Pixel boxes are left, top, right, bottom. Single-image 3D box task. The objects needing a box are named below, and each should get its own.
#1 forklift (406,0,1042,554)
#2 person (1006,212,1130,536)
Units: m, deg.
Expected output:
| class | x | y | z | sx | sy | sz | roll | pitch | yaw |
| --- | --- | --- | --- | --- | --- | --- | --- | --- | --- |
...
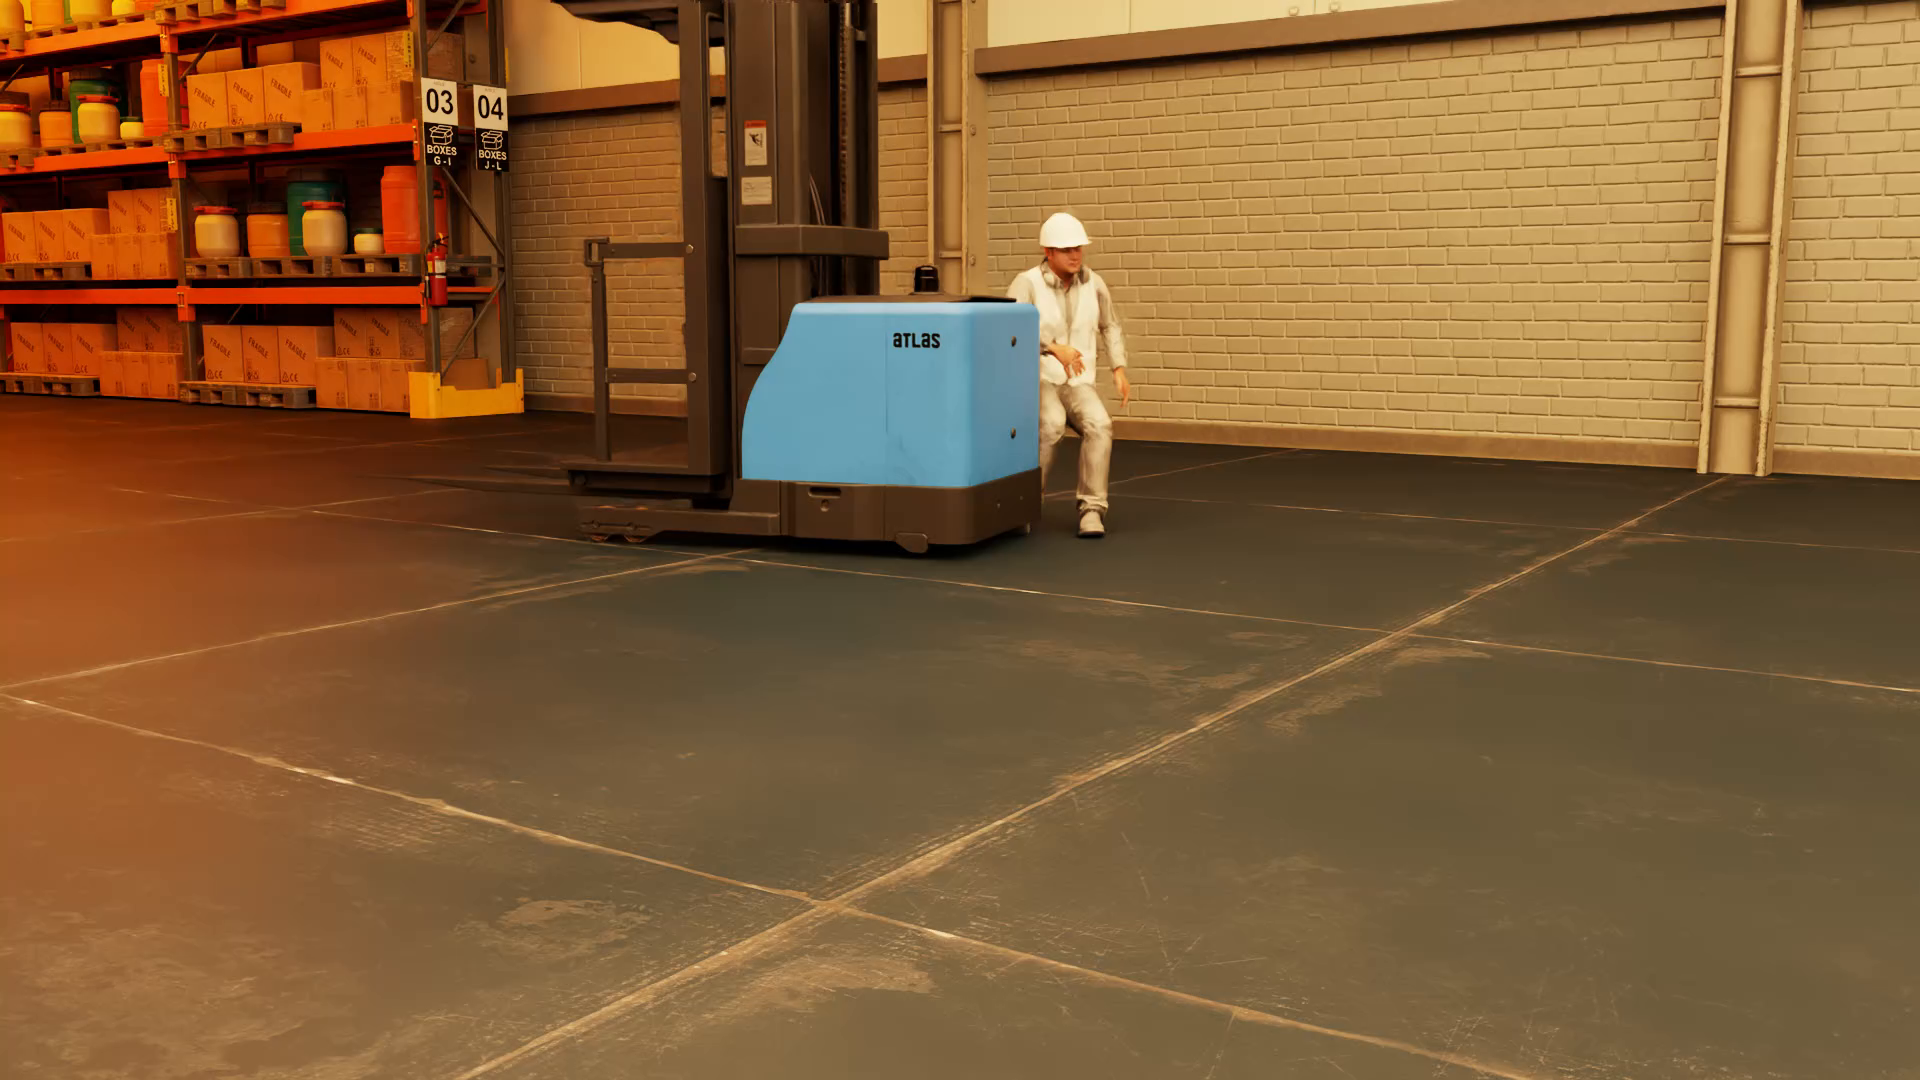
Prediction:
| class | x | y | z | sx | sy | sz | roll | pitch | yaw |
| --- | --- | --- | --- | --- | --- | --- | --- | --- | --- |
| forklift | -1.188 | -1.500 | 7.744 | 3.031 | 2.935 | 1.130 | 3 | 9 | 21 |
| person | 0.549 | -0.781 | 7.972 | 0.784 | 1.565 | 0.921 | -3 | 9 | -22 |
